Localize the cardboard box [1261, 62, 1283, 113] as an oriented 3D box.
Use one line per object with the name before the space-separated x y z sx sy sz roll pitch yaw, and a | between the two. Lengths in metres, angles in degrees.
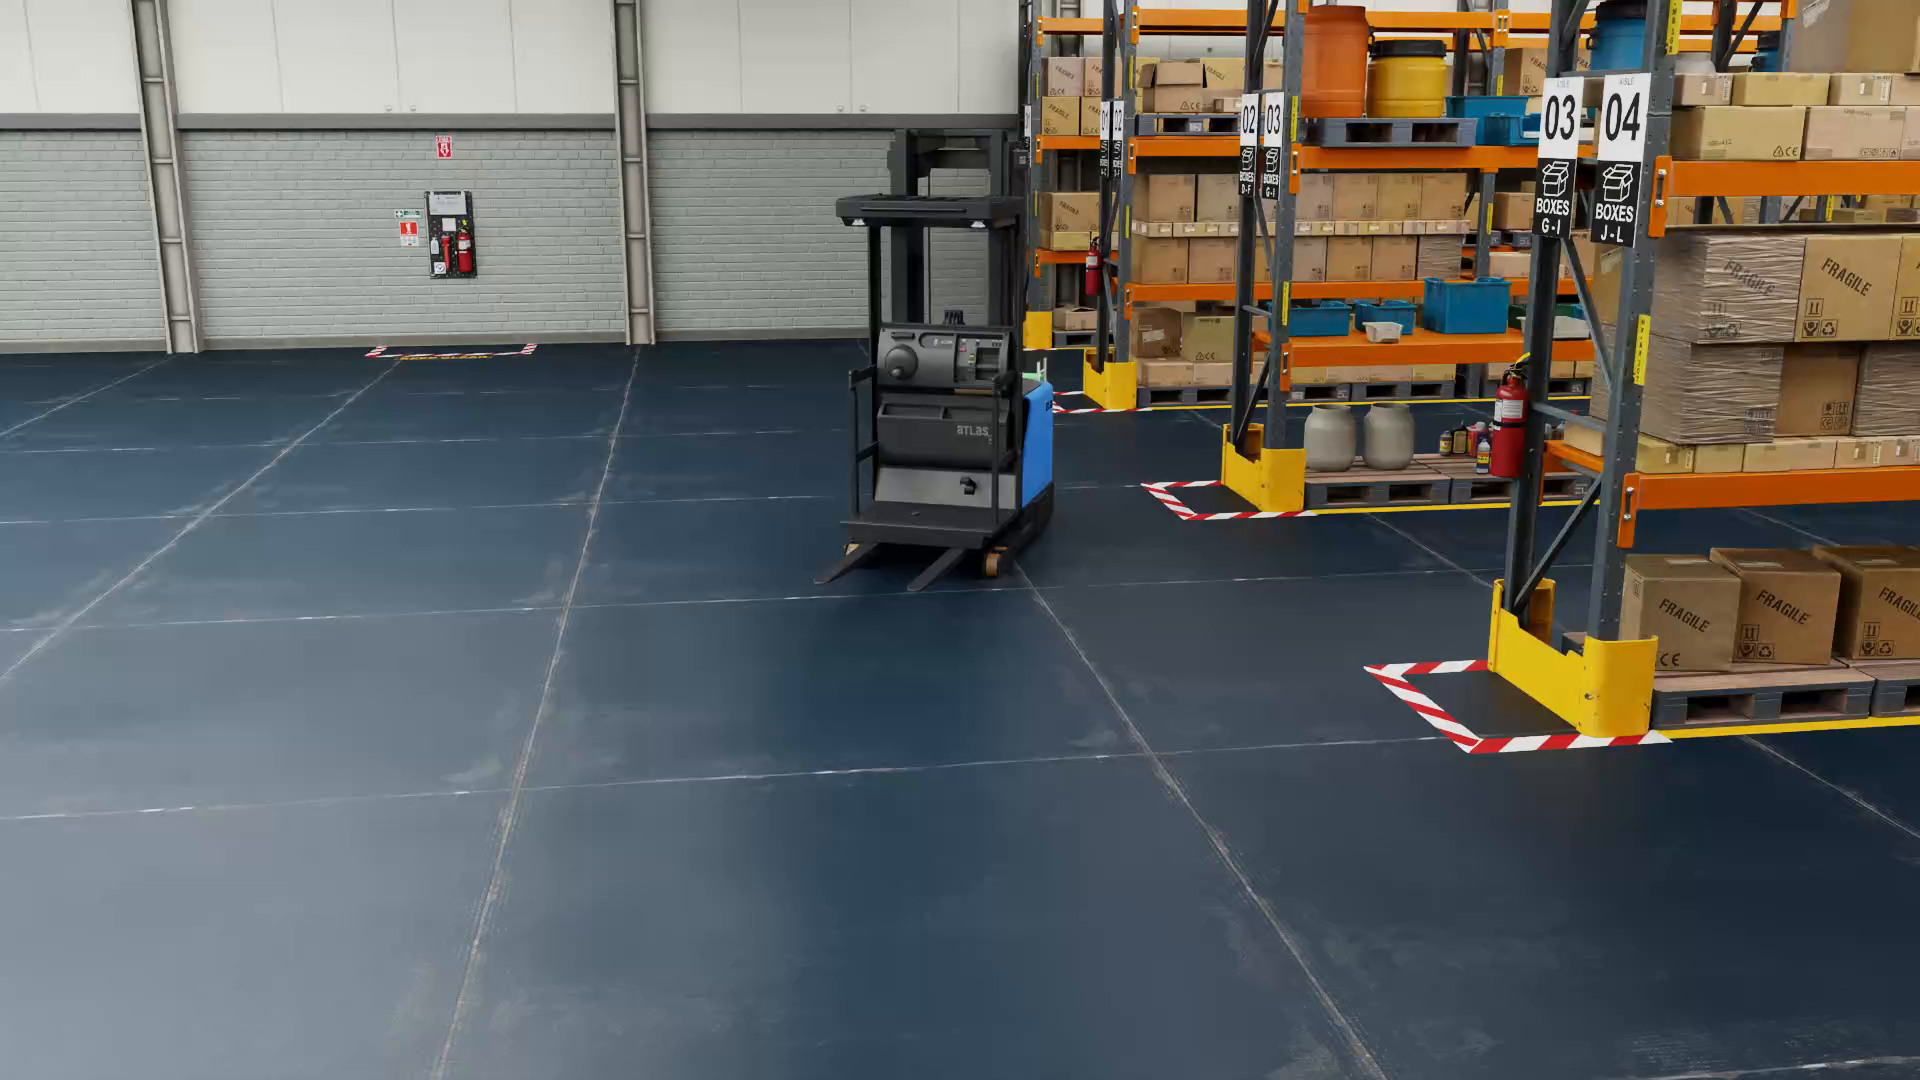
cardboard box | 3.351 -4.763 17.524 0.500 0.500 0.500 -2 14 -8

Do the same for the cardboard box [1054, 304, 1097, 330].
cardboard box | 1.624 -3.097 23.029 0.500 0.311 0.500 -4 15 -15

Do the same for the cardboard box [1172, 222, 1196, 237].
cardboard box | 2.349 -3.329 17.791 0.250 0.149 0.380 -2 14 -10

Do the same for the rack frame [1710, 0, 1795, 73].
rack frame | 6.358 -4.857 13.088 0.127 3.000 1.000 -2 14 -8

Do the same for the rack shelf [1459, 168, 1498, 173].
rack shelf | 7.601 -4.317 18.581 4.000 0.370 1.077 -2 14 -8

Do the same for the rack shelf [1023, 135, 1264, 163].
rack shelf | 2.904 -5.363 22.754 4.000 0.370 1.077 -2 14 -8

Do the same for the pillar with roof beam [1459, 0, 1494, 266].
pillar with roof beam | 8.064 -6.510 19.681 0.400 9.000 9.100 -2 14 -8

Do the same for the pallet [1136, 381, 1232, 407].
pallet | 2.418 -1.679 18.481 1.213 0.211 1.003 -2 14 -8

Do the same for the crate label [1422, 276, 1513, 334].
crate label | 4.182 -1.951 13.761 0.616 0.435 0.502 -2 14 -8

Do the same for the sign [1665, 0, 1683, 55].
sign | 3.221 -2.359 7.498 0.005 0.325 0.100 -2 14 -8

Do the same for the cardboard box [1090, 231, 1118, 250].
cardboard box | 1.968 -4.085 22.613 0.500 0.250 0.500 -3 14 -10

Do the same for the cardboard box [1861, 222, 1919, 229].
cardboard box | 5.131 -1.421 8.848 0.500 0.500 0.500 -2 14 -8

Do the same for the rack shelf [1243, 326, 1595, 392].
rack shelf | 4.380 -1.525 13.617 4.000 0.370 1.077 -2 14 -8

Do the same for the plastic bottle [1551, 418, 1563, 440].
plastic bottle | 5.142 -0.910 14.365 0.133 0.283 0.061 -1 14 -6

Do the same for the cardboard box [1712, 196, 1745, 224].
cardboard box | 10.880 -4.688 23.892 0.500 0.500 0.500 -2 14 -7

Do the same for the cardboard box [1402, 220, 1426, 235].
cardboard box | 4.883 -3.422 18.160 0.250 0.149 0.380 -3 14 -10

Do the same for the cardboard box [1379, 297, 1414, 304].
cardboard box | 6.111 -3.392 23.816 0.500 0.500 0.700 -2 14 -9

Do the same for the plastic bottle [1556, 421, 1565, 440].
plastic bottle | 5.171 -0.886 14.293 0.097 0.271 0.097 0 14 0

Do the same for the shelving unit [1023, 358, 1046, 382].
shelving unit | 0.395 -0.816 13.009 0.503 1.200 0.258 4 15 15

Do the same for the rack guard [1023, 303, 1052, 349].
rack guard | 1.002 -2.975 23.057 0.348 0.500 1.175 -2 14 -8

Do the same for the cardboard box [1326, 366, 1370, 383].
cardboard box | 4.210 -1.902 18.427 0.500 0.250 0.500 -2 14 -8

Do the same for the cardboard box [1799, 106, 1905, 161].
cardboard box | 4.164 -1.968 8.045 0.500 0.250 0.500 -2 14 -10

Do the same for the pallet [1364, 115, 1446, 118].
pallet | 4.784 -4.513 18.067 1.213 0.211 1.003 -2 14 -8

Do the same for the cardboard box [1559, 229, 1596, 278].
cardboard box | 6.906 -3.230 18.729 0.500 0.500 0.500 -1 14 -4

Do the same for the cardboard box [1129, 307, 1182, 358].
cardboard box | 2.154 -2.318 18.547 0.500 0.500 0.500 -2 14 -8

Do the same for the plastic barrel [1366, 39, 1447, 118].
plastic barrel | 3.511 -3.624 13.088 0.600 0.588 0.600 0 14 0

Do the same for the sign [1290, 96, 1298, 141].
sign | 2.480 -3.129 12.346 0.005 0.325 0.100 -2 14 -8

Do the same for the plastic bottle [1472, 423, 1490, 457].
plastic bottle | 4.423 -0.847 14.111 0.133 0.283 0.061 -2 14 -8

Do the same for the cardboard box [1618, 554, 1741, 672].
cardboard box | 3.760 0.380 8.817 0.500 0.500 0.500 1 14 2

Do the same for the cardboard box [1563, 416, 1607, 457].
cardboard box | 3.391 -0.549 8.759 0.250 0.149 0.380 -2 14 -8

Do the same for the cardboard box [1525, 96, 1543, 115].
cardboard box | 6.234 -4.744 18.252 0.500 0.250 0.500 -1 14 -2

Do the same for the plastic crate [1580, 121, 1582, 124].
plastic crate | 4.757 -3.307 13.512 0.450 0.188 0.336 -2 14 -8

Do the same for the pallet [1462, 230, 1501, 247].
pallet | 6.886 -4.300 23.596 1.213 0.211 1.003 -2 14 -8

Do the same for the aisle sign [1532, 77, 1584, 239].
aisle sign | 3.034 -1.941 8.452 0.004 0.787 0.394 -2 14 -8

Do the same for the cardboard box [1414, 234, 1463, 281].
cardboard box | 5.186 -3.169 18.487 0.500 0.500 0.700 -2 14 -10

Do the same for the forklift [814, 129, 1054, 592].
forklift | -0.171 -1.274 11.277 1.130 2.935 3.031 4 15 15

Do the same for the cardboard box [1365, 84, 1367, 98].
cardboard box | 4.552 -4.847 18.250 0.500 0.311 0.500 -3 14 -11

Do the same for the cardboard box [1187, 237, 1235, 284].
cardboard box | 2.650 -3.076 18.115 0.500 0.500 0.700 -2 14 -7

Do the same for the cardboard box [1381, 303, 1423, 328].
cardboard box | 5.118 -2.431 18.995 0.500 0.500 0.500 -2 14 -8

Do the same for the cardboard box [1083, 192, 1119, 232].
cardboard box | 1.934 -4.446 22.509 0.500 0.500 0.500 -2 14 -8

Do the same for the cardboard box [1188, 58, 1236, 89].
cardboard box | 3.372 -6.201 22.312 0.500 0.500 0.500 -3 14 -10

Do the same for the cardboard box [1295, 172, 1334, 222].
cardboard box | 3.697 -3.744 18.112 0.500 0.500 0.700 -2 14 -8

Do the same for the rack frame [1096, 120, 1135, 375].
rack frame | 1.668 -2.993 17.992 0.127 3.000 1.000 -2 14 -8

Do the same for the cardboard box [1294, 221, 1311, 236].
cardboard box | 3.608 -3.374 17.972 0.250 0.149 0.380 -2 14 -8

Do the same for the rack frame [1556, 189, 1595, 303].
rack frame | 8.837 -4.475 23.898 0.127 3.000 1.000 -2 14 -8

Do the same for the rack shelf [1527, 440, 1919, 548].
rack shelf | 5.118 -0.334 8.866 4.000 0.370 1.077 -2 14 -8

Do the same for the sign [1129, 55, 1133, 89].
sign | 1.745 -4.777 16.978 0.005 0.325 0.100 -2 14 -8

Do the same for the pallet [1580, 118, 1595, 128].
pallet | 5.659 -3.260 13.278 1.003 0.211 1.213 -2 14 -8

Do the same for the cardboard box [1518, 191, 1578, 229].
cardboard box | 8.374 -4.717 23.755 0.500 0.500 0.700 -4 15 -15

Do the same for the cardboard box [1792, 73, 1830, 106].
cardboard box | 3.949 -2.165 8.012 0.250 0.149 0.380 -2 14 -9

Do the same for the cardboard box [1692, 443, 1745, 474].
cardboard box | 3.708 -0.446 8.350 0.250 0.149 0.380 -2 14 -8

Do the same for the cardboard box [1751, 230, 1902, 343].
cardboard box | 4.220 -1.259 8.203 0.500 0.500 0.500 -2 14 -8

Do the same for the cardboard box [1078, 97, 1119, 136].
cardboard box | 1.831 -5.661 22.215 0.500 0.500 0.500 -1 14 -5

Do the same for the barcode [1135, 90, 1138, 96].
barcode | 1.895 -4.857 18.062 0.075 0.075 0.001 -2 14 -8

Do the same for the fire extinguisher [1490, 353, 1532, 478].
fire extinguisher | 2.959 -0.680 8.924 0.183 0.674 0.296 -2 14 -8
